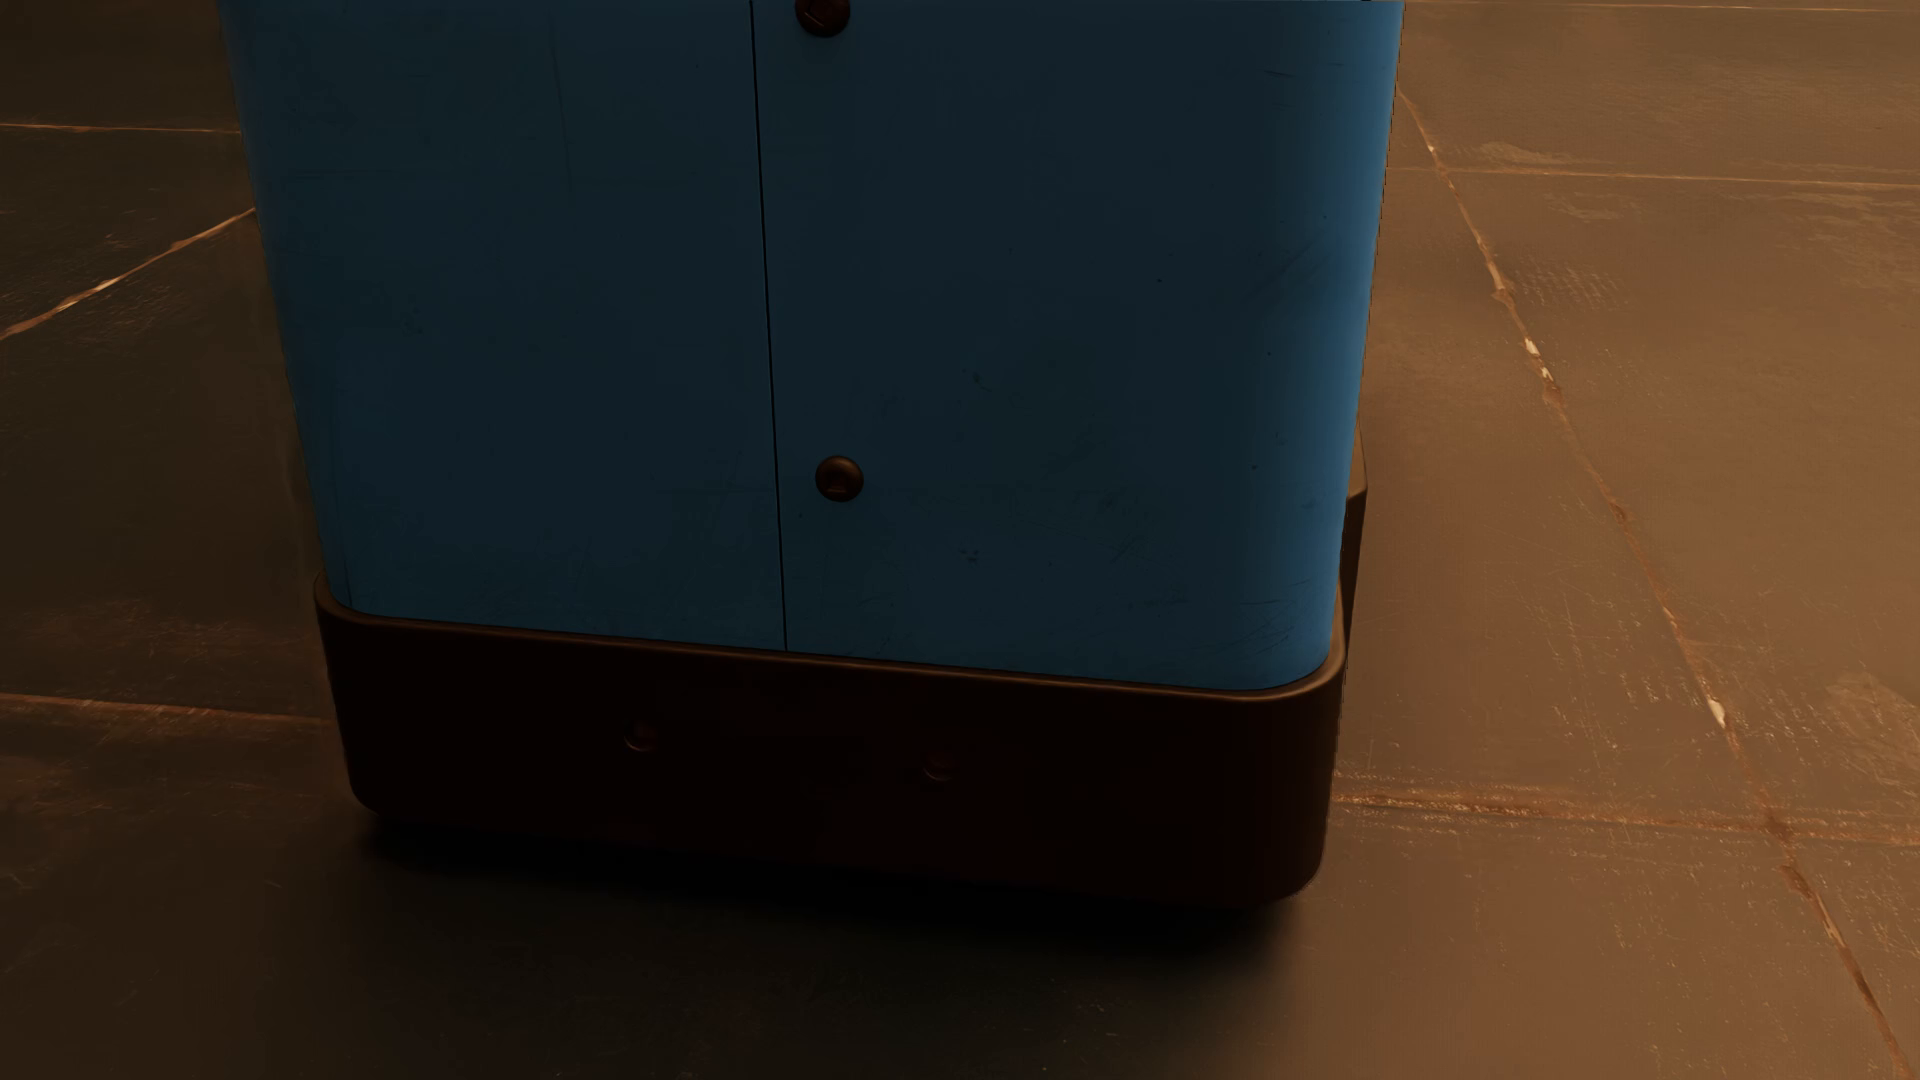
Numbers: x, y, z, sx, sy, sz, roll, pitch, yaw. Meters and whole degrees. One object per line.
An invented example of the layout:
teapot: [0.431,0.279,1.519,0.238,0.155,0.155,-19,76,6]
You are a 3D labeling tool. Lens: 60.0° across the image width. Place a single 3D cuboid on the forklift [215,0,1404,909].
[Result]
forklift: [0.087,-1.586,2.396,1.130,2.935,3.031,4,27,9]
